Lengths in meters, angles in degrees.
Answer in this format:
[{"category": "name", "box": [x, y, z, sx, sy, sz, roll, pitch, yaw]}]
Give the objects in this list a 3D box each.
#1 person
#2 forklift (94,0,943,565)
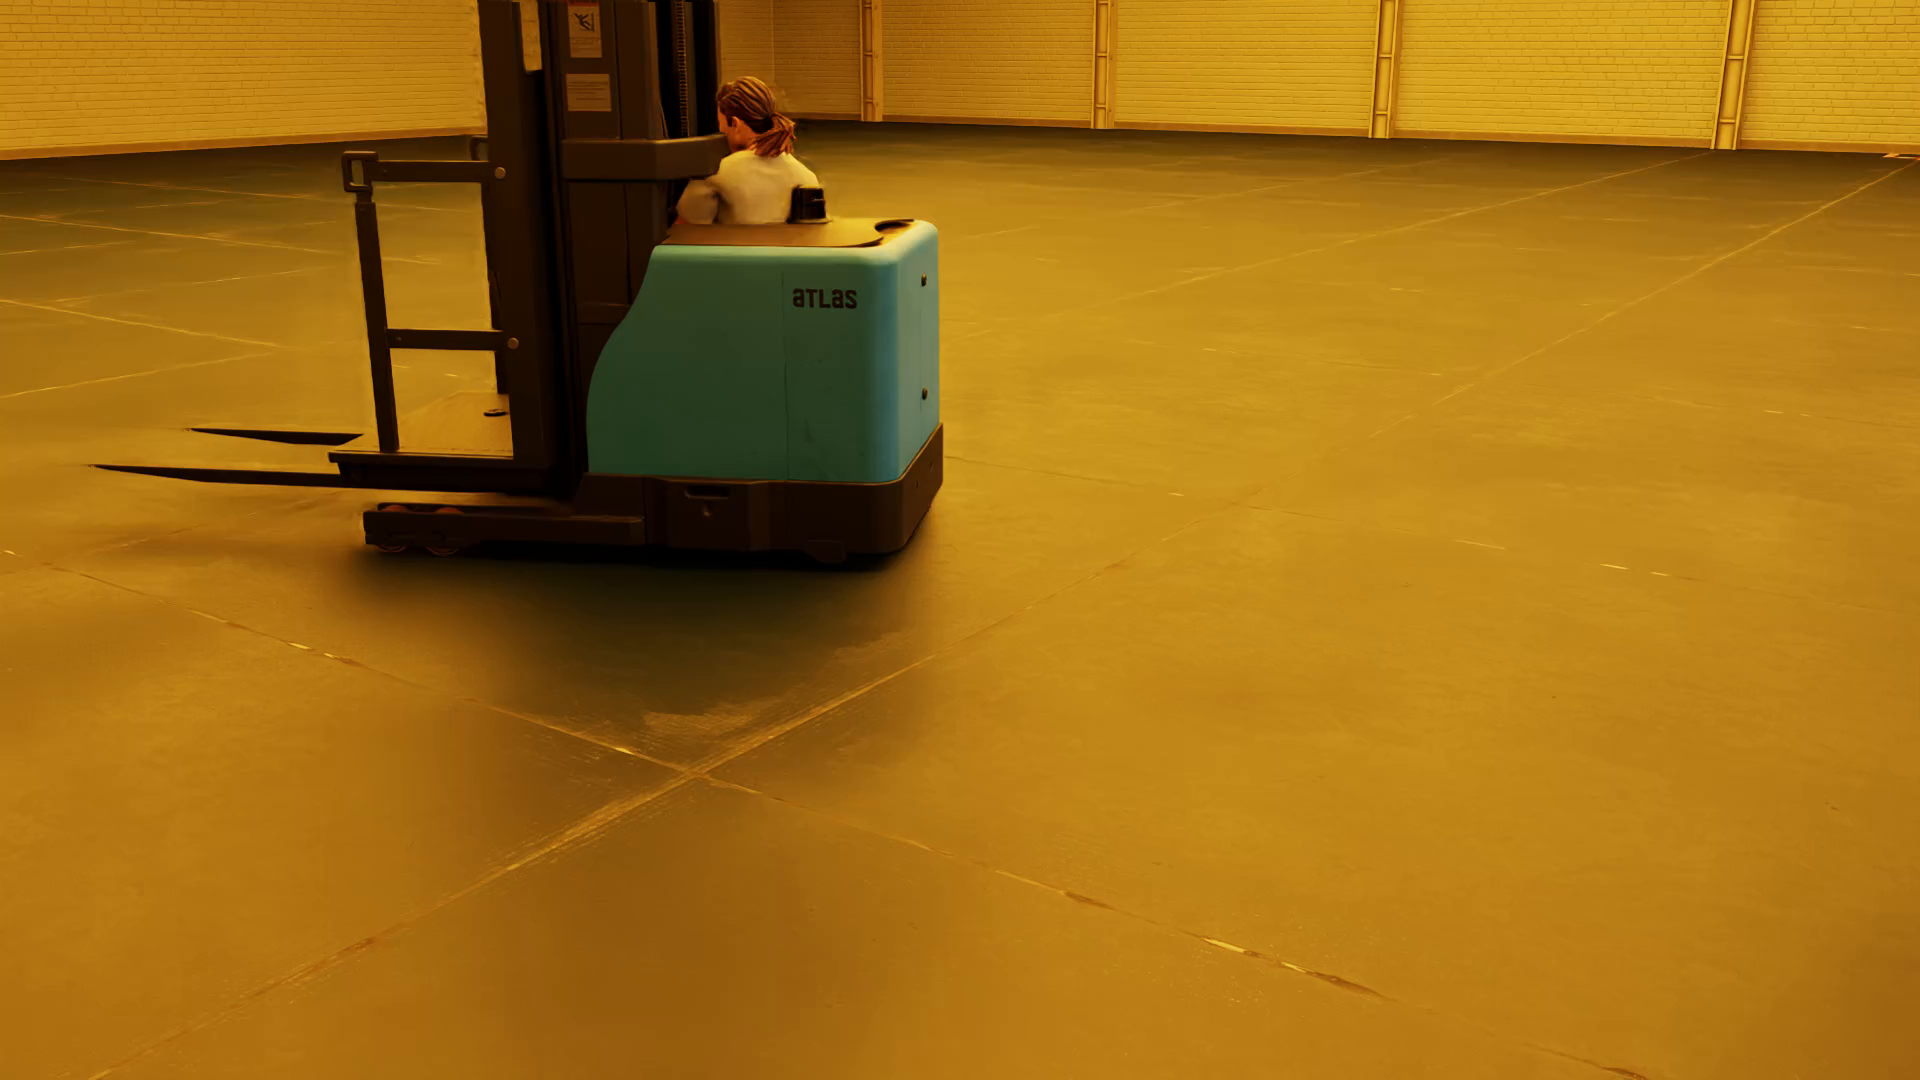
[{"category": "person", "box": [-0.805, -0.863, 6.062, 0.641, 1.601, 0.756, -9, 19, -28]}, {"category": "forklift", "box": [-1.627, -1.496, 5.835, 3.031, 2.935, 1.130, 2, 17, 8]}]
